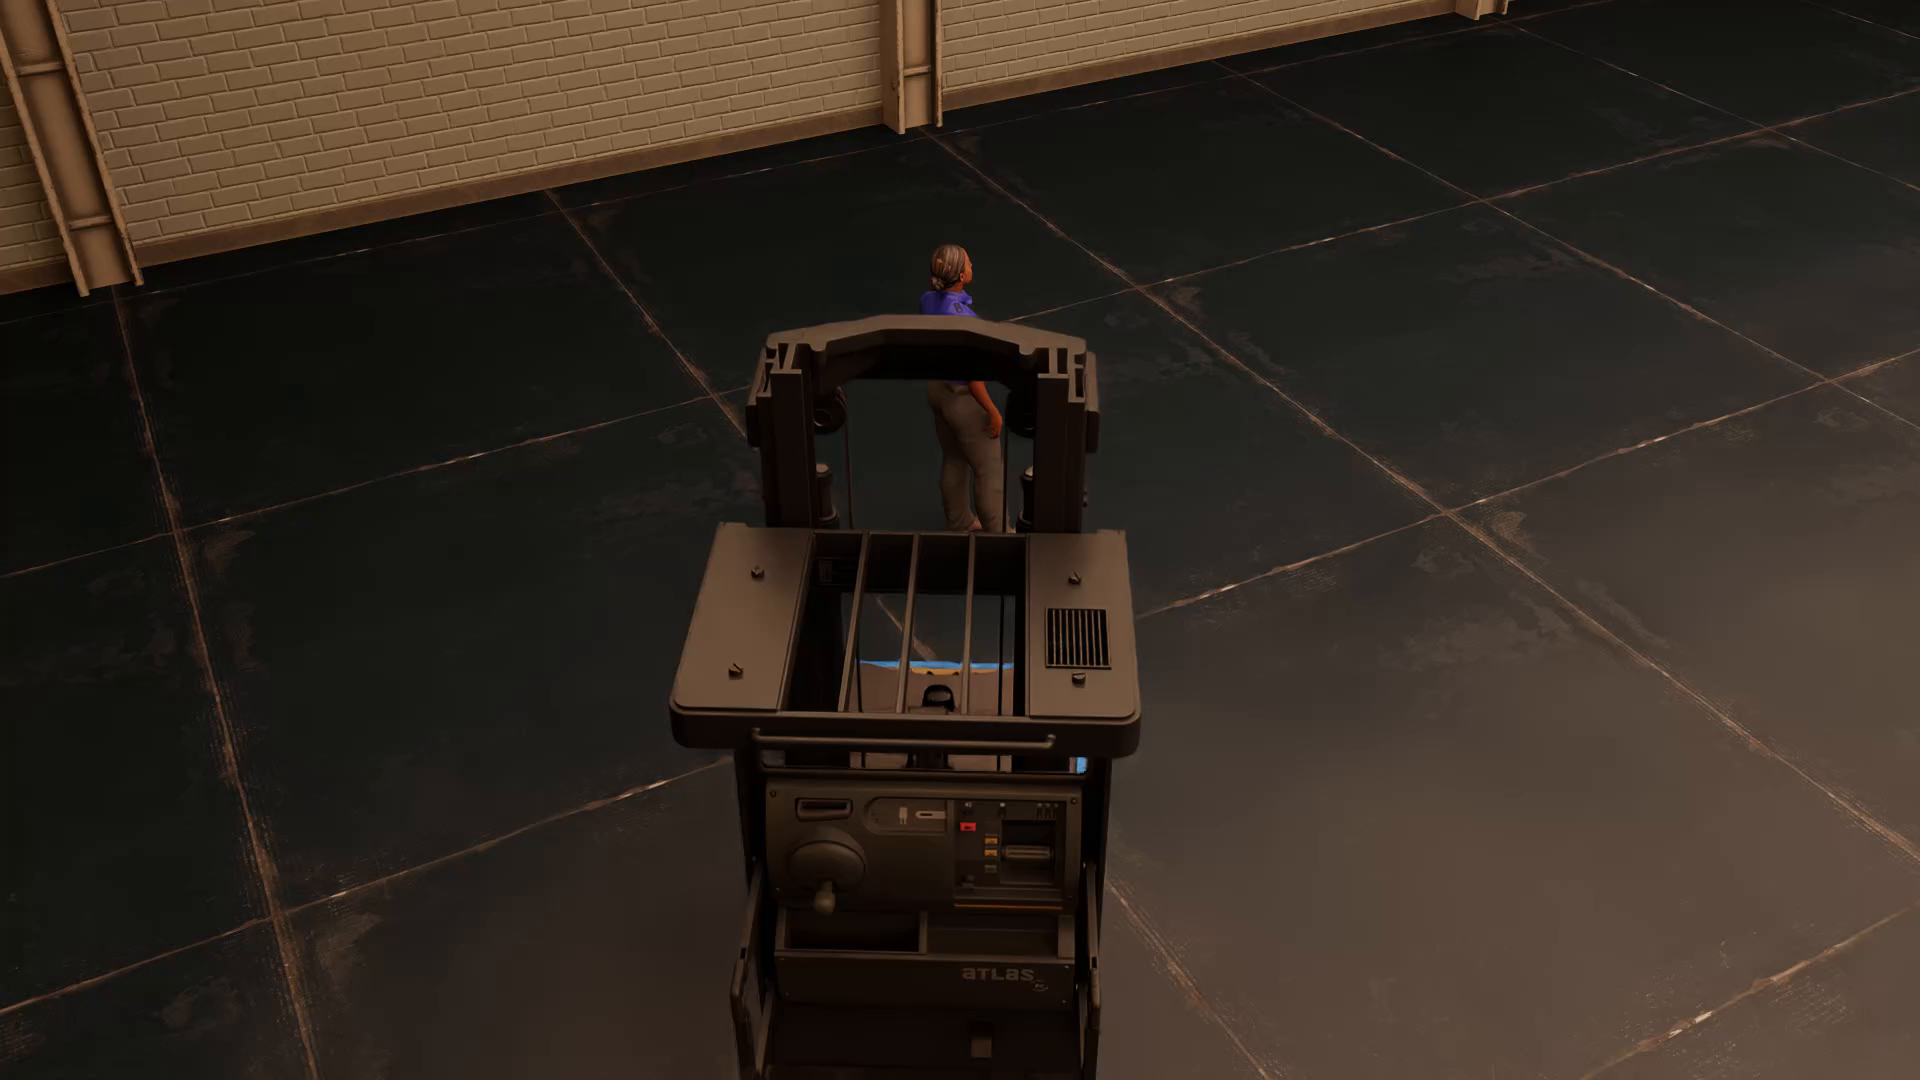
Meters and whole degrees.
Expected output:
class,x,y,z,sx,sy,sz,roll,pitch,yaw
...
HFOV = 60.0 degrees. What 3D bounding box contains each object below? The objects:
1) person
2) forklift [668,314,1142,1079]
class,x,y,z,sx,sy,sz,roll,pitch,yaw
person,0.087,-0.696,8.200,0.503,1.656,0.569,-17,39,-23
forklift,-0.114,0.977,4.741,1.130,2.935,3.031,1,35,2
